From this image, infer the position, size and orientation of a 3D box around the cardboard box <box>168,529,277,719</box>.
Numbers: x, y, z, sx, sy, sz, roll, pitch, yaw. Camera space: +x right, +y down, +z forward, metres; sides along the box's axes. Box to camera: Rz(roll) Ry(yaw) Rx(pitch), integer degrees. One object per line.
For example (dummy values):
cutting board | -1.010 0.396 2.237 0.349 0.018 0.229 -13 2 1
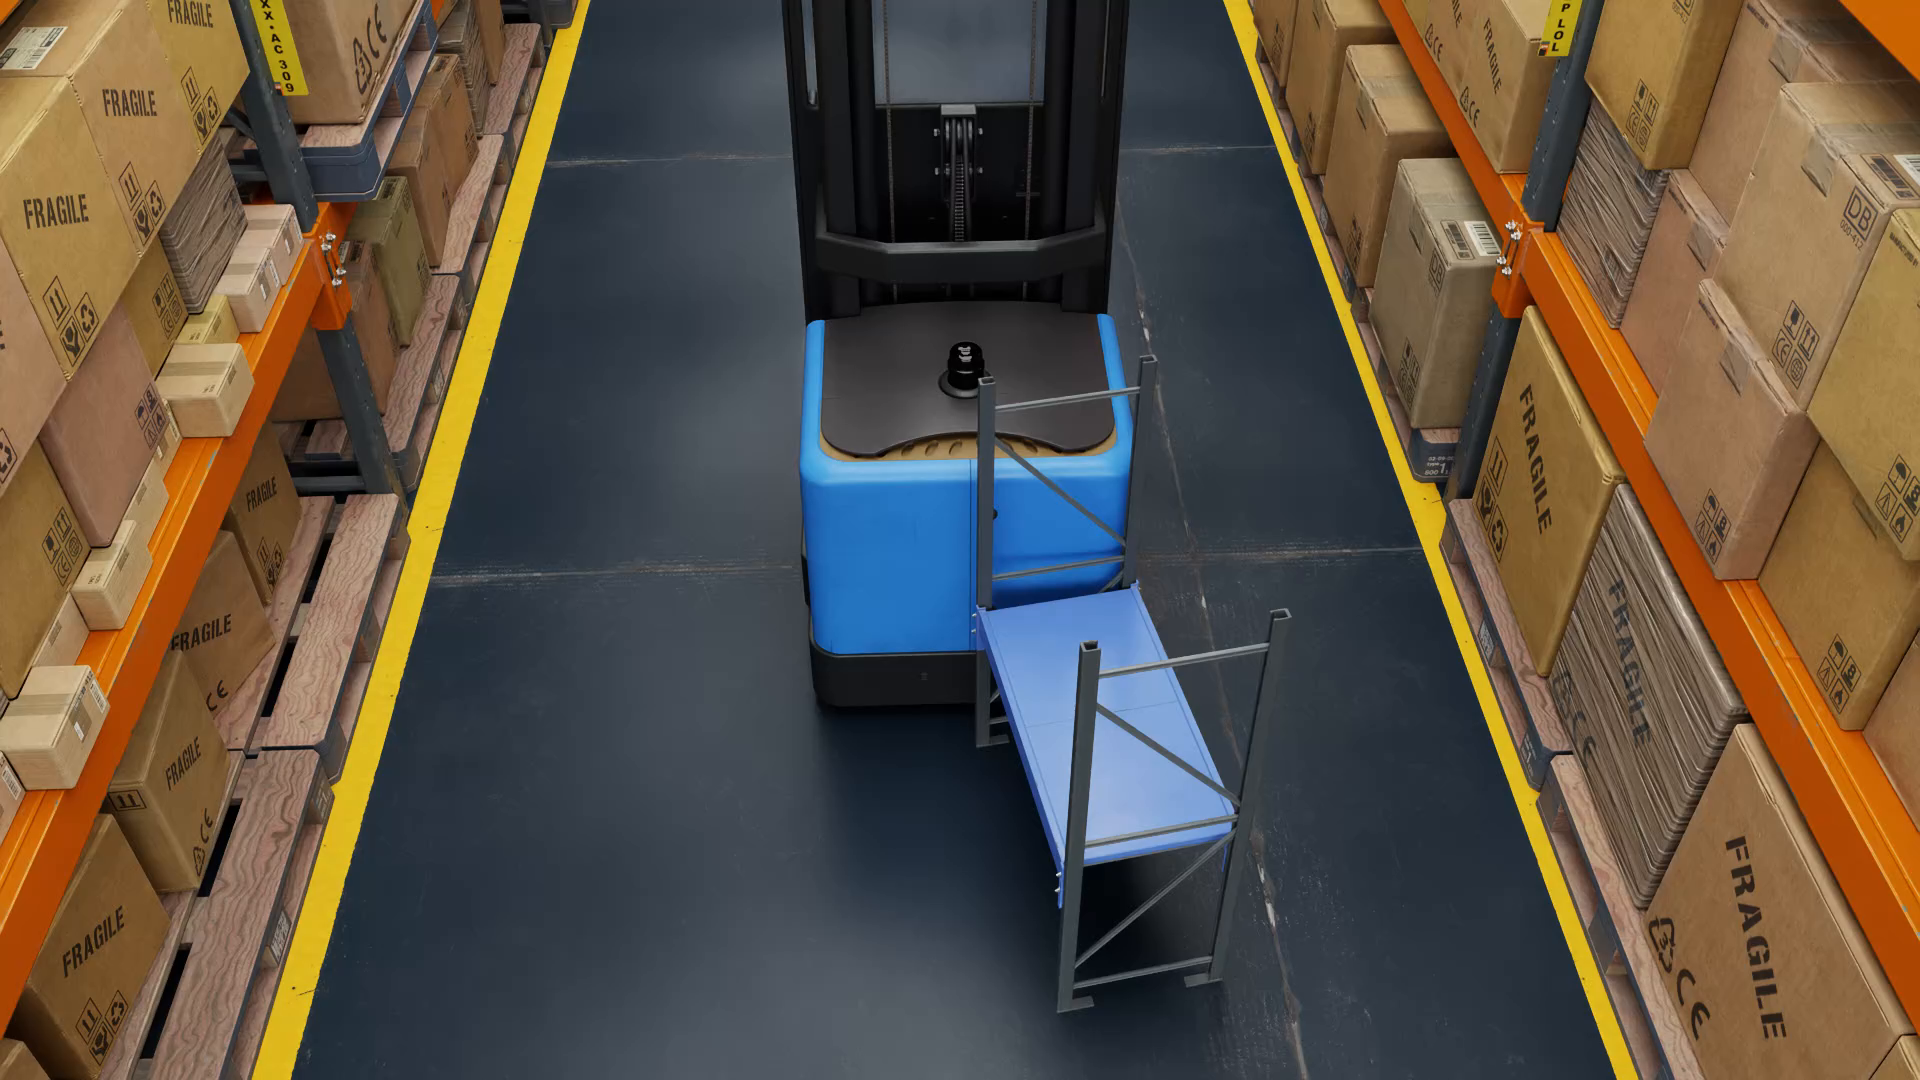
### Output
cardboard box | -2.592 0.272 5.273 0.500 0.500 0.500 11 44 12

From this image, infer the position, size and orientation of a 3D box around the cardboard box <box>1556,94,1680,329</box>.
cardboard box | 2.387 -1.033 5.046 0.875 0.550 0.550 -2 43 -2

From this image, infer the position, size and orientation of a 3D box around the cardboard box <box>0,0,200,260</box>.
cardboard box | -2.284 -1.034 4.124 0.500 0.500 0.500 -2 43 -2

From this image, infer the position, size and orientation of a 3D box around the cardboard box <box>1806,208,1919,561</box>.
cardboard box | 2.396 -0.336 3.486 0.875 0.550 0.500 -2 43 -2

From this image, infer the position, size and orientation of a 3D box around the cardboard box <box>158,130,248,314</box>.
cardboard box | -2.643 -0.994 4.820 0.875 0.500 0.500 -2 43 -2

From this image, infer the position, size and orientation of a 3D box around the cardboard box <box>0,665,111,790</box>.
cardboard box | -2.172 0.426 3.752 0.380 0.149 0.250 -2 43 -2

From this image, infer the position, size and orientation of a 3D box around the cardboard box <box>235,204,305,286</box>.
cardboard box | -2.298 -0.923 5.223 0.380 0.149 0.250 -2 43 -2

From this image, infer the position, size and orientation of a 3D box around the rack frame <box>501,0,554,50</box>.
rack frame | -2.771 -3.853 8.234 1.000 3.000 0.127 -2 43 -2

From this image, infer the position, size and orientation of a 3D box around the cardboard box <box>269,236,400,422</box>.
cardboard box | -2.605 -0.808 6.436 0.700 0.500 0.500 -5 43 -5

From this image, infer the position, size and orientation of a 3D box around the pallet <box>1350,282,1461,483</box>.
pallet | 2.251 -0.717 6.877 1.003 0.211 1.213 -2 43 -2

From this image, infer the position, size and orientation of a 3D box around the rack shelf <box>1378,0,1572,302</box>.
rack shelf | 2.274 -2.312 7.084 1.077 0.370 4.000 -2 43 -2

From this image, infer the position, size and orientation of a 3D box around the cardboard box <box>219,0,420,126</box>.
cardboard box | -2.495 -2.069 5.532 1.000 1.000 1.000 -1 43 -2

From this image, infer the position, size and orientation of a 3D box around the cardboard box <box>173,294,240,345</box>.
cardboard box | -2.346 -0.584 4.853 0.380 0.149 0.250 -2 43 -2

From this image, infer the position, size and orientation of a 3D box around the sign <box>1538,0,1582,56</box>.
sign | 1.817 -1.602 4.980 0.100 0.325 0.005 -2 43 -2

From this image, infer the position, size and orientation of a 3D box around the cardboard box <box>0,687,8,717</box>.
cardboard box | -2.546 0.356 3.347 0.875 0.500 0.500 -2 43 -2

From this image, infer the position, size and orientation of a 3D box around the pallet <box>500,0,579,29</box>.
pallet | -2.729 -3.359 9.759 1.003 0.211 1.213 -2 43 -2

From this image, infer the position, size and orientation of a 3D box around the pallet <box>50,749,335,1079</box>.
pallet | -2.482 1.153 4.835 1.003 0.211 1.213 -2 43 -2

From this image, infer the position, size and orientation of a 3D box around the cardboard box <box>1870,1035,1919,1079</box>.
cardboard box | 2.434 1.646 3.496 0.875 0.875 0.875 -1 43 -2

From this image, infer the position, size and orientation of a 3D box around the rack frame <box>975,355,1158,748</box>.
rack frame | 0.296 0.088 5.044 0.500 1.500 0.032 -9 43 -9

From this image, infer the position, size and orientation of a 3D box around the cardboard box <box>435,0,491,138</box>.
cardboard box | -2.686 -2.268 8.029 0.700 0.500 0.500 -5 43 -5

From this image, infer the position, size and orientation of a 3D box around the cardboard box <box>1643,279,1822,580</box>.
cardboard box | 2.338 -0.295 4.241 0.875 0.550 0.550 -2 43 -2

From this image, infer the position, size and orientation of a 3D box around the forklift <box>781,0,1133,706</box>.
forklift | -0.024 -1.506 5.724 1.130 2.935 3.031 -1 43 -2

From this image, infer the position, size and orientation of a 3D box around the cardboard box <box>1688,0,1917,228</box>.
cardboard box | 2.480 -1.062 4.279 0.875 0.550 0.550 -2 43 -2

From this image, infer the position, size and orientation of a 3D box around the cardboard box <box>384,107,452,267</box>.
cardboard box | -2.631 -1.509 7.200 0.700 0.500 0.500 -5 43 -5

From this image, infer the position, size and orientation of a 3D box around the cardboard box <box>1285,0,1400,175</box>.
cardboard box | 2.166 -2.249 7.838 1.050 0.750 0.750 -1 43 -1

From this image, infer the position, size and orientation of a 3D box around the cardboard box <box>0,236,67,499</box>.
cardboard box | -2.246 -0.359 3.388 0.500 0.500 0.500 -2 43 -2

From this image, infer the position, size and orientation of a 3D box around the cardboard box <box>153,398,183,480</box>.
cardboard box | -2.345 -0.246 4.484 0.380 0.149 0.250 -2 43 -2

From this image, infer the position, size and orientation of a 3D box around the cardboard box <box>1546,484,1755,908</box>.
cardboard box | 2.358 0.437 4.815 0.875 0.875 0.875 -1 43 -1

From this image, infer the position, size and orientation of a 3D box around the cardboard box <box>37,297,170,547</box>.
cardboard box | -2.535 -0.320 4.085 0.875 0.500 0.500 -2 43 -2

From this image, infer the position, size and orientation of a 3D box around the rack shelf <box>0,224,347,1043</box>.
rack shelf | -2.516 0.463 4.058 1.077 0.370 4.000 -2 43 -2

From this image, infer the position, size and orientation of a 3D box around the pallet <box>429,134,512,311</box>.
pallet | -2.690 -1.476 7.704 1.003 0.211 1.213 -2 43 -2

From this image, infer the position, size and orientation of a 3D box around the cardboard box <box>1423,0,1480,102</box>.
cardboard box | 2.048 -1.949 6.083 0.500 0.500 0.500 -2 43 -2

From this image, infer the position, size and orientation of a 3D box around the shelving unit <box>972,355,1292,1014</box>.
shelving unit | 0.407 0.423 4.679 0.538 1.500 1.048 -9 43 -9

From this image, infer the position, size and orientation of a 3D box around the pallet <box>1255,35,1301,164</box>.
pallet | 2.147 -2.365 8.674 1.003 0.211 1.213 -2 43 -2

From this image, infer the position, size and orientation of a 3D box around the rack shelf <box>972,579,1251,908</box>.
rack shelf | 0.407 0.556 4.800 0.538 0.185 1.000 -9 43 -9

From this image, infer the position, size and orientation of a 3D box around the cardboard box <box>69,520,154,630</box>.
cardboard box | -2.249 0.090 4.118 0.380 0.149 0.250 -2 43 -2

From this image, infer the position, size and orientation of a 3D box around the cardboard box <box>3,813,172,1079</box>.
cardboard box | -2.508 1.067 4.406 0.500 0.500 0.500 2 43 2

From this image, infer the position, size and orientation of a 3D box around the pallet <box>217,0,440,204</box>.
pallet | -2.488 -1.602 5.920 1.003 0.211 1.213 -2 43 -2

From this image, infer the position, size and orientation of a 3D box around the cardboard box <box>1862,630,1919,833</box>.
cardboard box | 2.524 0.417 3.464 0.875 0.550 0.550 -2 43 -2

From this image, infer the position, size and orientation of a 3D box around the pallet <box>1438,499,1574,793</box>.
pallet | 2.313 0.317 5.748 1.003 0.211 1.213 -2 43 -2

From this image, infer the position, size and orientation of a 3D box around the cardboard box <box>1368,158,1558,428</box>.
cardboard box | 2.243 -0.969 6.441 1.050 0.750 0.750 -2 43 -2
